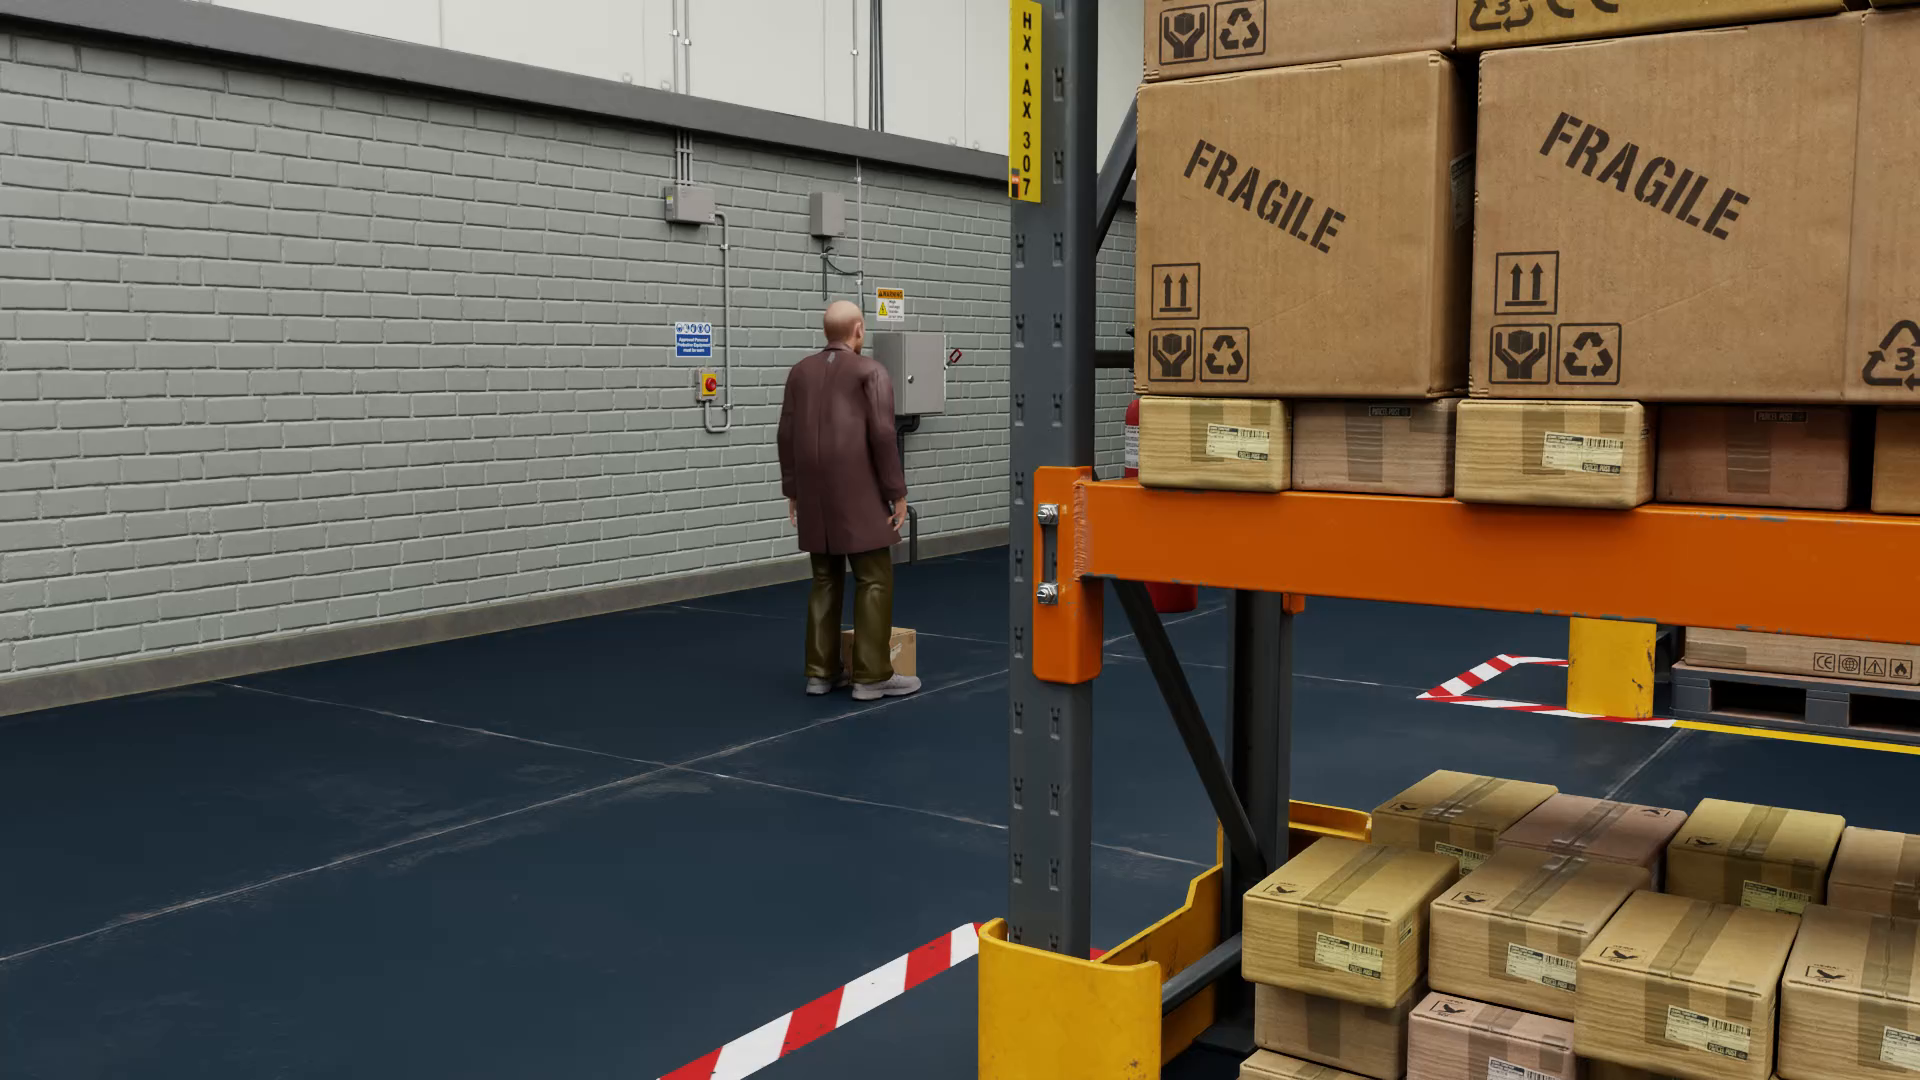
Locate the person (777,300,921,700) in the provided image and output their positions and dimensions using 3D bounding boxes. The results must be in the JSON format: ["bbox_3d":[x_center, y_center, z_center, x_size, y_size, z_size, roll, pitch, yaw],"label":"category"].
[{"bbox_3d":[-0.525,-0.188,7.502,0.651,1.773,0.428,4,7,30],"label":"person"}]
